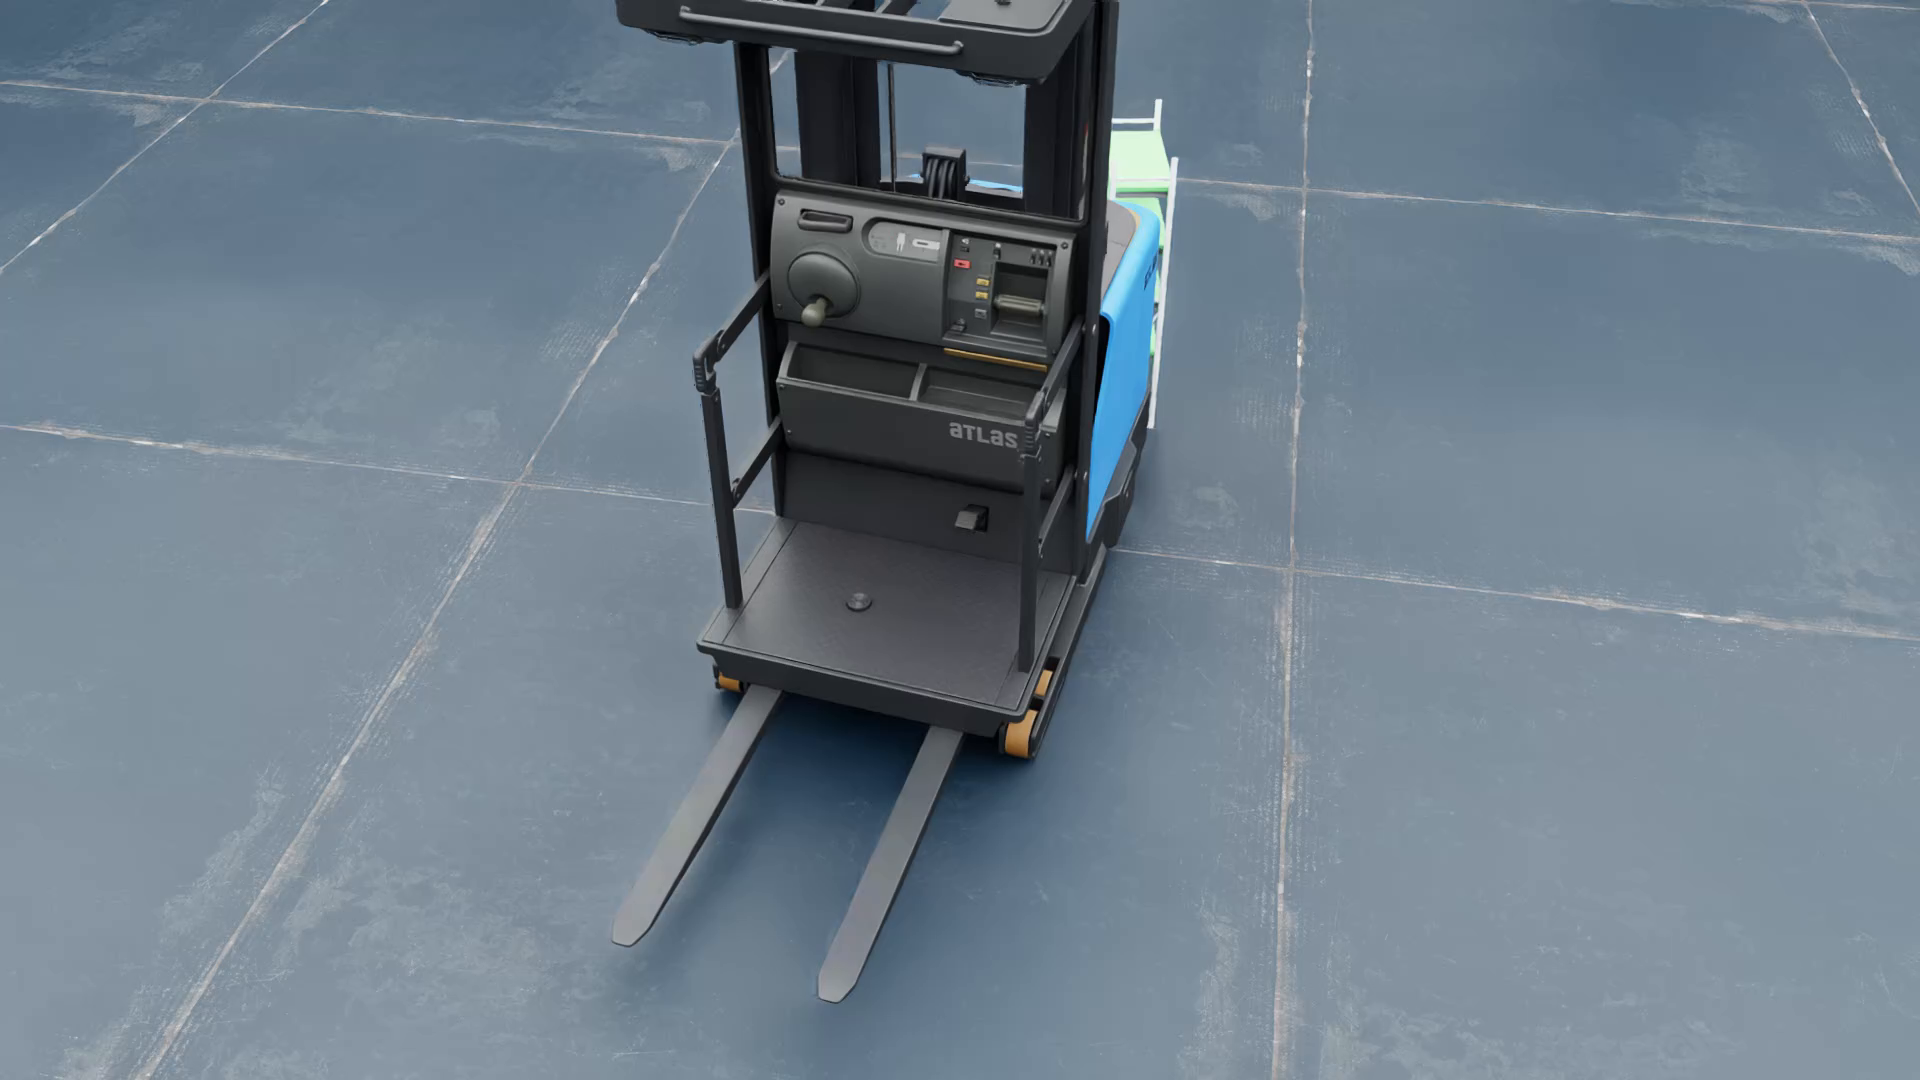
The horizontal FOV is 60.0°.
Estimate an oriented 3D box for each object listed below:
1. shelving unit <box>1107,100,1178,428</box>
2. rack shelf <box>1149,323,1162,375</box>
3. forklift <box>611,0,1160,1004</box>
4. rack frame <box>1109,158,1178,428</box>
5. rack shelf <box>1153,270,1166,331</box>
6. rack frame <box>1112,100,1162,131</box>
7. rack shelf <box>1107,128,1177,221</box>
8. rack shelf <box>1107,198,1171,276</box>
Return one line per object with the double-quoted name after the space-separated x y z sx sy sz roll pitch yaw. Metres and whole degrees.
0.665 -1.077 6.611 0.258 1.200 0.503 -1 40 -1 "shelving unit"
0.665 -0.843 6.805 0.258 0.148 0.480 -1 40 -1 "rack shelf"
-0.187 -0.712 4.810 1.130 2.935 3.031 11 41 13 "forklift"
0.671 -0.922 6.423 0.240 1.200 0.015 -1 40 -1 "rack frame"
0.665 -1.028 6.652 0.258 0.148 0.480 -1 40 -1 "rack shelf"
0.658 -1.233 6.799 0.240 1.200 0.015 -1 40 -1 "rack frame"
0.665 -1.398 6.346 0.258 0.148 0.480 -1 40 -1 "rack shelf"
0.665 -1.213 6.499 0.258 0.148 0.480 -1 40 -1 "rack shelf"
